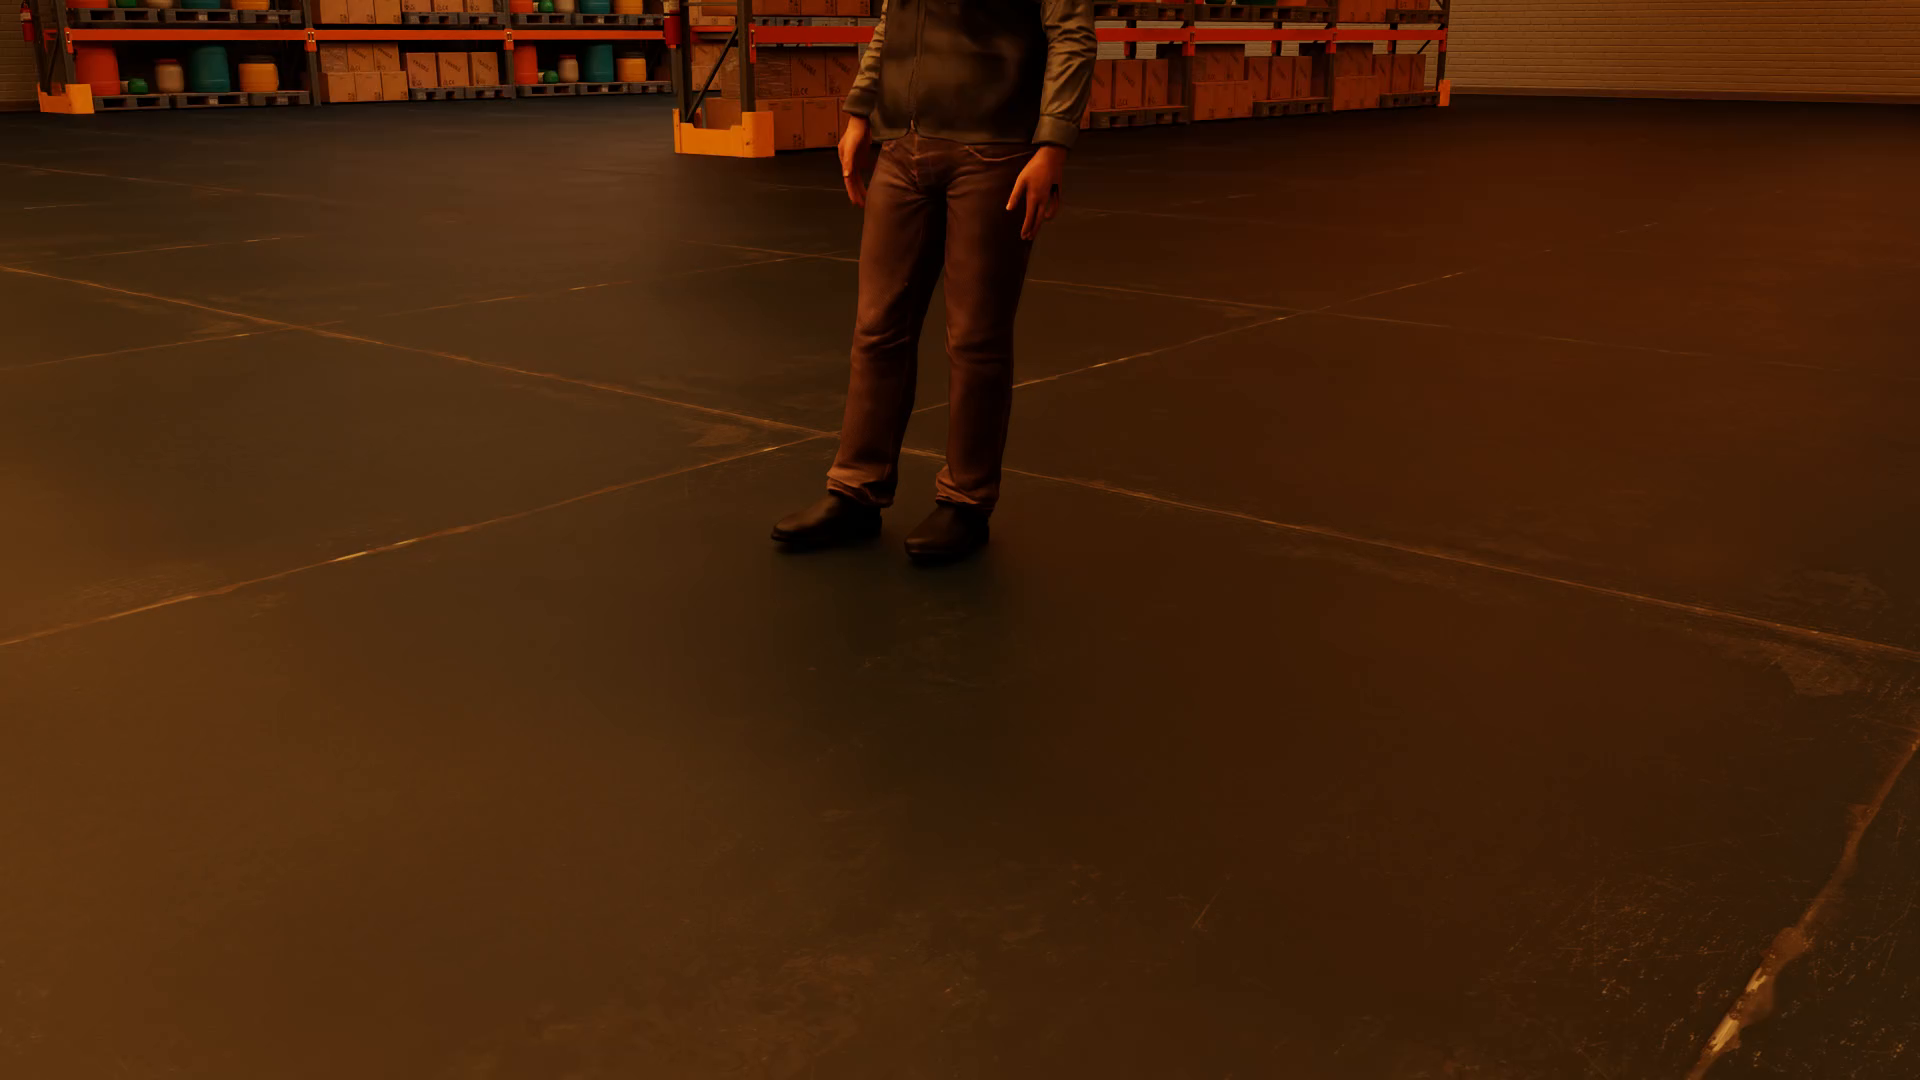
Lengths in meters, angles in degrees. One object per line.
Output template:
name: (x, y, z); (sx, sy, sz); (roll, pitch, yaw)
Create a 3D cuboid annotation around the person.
person: (-0.046, -0.818, 3.648); (0.633, 1.722, 0.566); (13, 21, 37)
